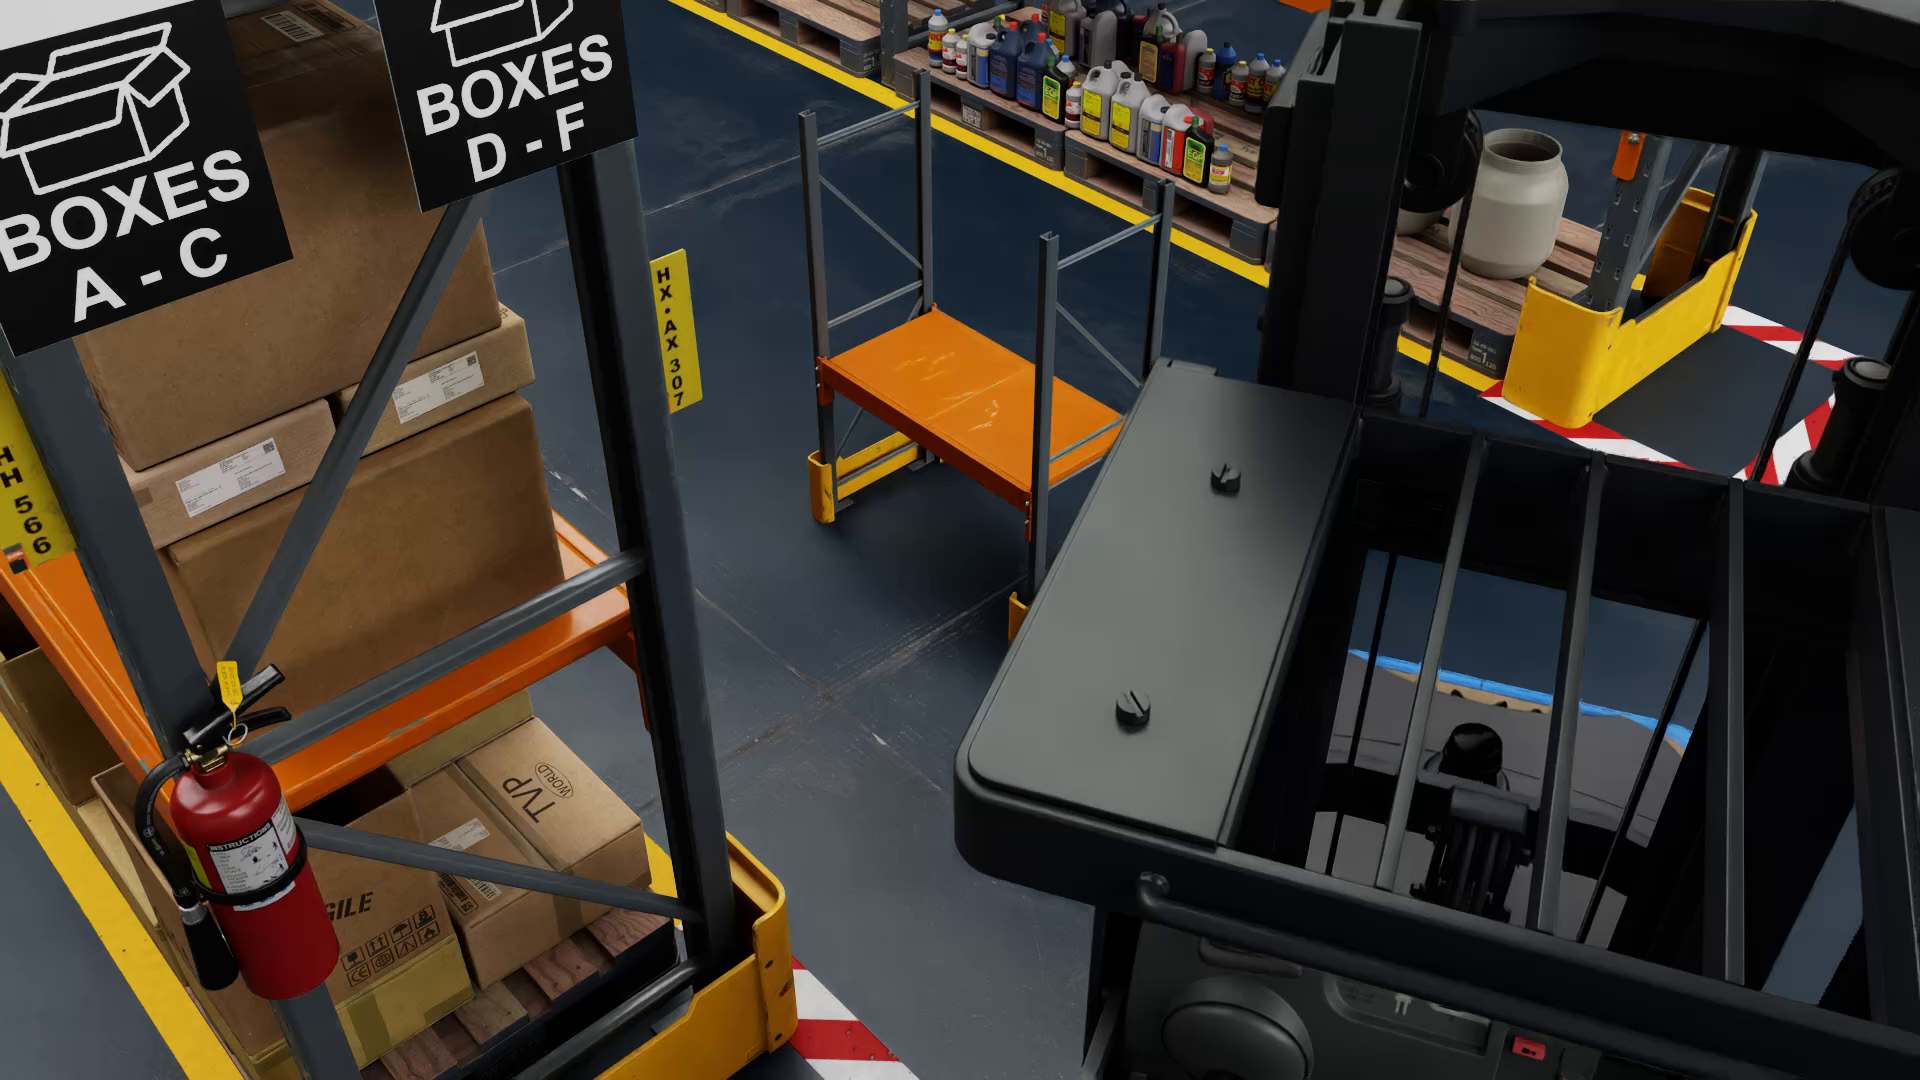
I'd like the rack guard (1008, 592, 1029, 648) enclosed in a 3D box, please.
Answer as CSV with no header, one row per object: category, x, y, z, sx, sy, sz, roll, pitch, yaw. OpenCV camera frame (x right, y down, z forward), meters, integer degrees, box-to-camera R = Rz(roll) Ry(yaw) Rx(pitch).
rack guard,0.388,0.169,5.342,0.587,0.250,0.087,-30,48,-32

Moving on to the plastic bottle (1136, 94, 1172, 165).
plastic bottle,0.895,-1.849,7.470,0.152,0.276,0.135,-31,48,-33

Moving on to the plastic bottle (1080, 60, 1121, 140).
plastic bottle,0.654,-2.039,7.646,0.144,0.351,0.185,-30,48,-32

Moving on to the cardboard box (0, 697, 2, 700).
cardboard box,-2.553,0.026,4.587,0.500,0.500,0.500,-30,48,-32

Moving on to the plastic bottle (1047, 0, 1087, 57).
plastic bottle,0.540,-2.636,8.385,0.144,0.351,0.185,-30,48,-32

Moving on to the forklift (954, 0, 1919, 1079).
forklift,0.648,0.866,2.346,1.130,2.935,3.031,13,41,15

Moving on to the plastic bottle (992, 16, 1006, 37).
plastic bottle,0.208,-2.421,8.172,0.061,0.283,0.133,-30,48,-32

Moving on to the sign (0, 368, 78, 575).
sign,-1.356,-0.096,2.372,0.100,0.325,0.005,-30,48,-32

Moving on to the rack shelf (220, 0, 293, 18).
rack shelf,-2.300,-1.591,3.517,1.077,0.370,4.000,-30,48,-32

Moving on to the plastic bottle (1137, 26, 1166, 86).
plastic bottle,0.937,-2.378,8.118,0.061,0.283,0.133,-30,48,-32

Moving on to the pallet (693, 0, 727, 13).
pallet,-1.391,-3.559,9.989,1.003,0.211,1.213,-30,48,-32

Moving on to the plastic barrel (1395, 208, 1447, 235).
plastic barrel,1.863,-1.581,6.966,0.421,0.512,0.421,0,39,0

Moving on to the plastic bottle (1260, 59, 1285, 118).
plastic bottle,1.475,-2.121,7.810,0.097,0.271,0.097,0,39,0

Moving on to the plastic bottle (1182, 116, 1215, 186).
plastic bottle,1.046,-1.706,7.286,0.061,0.283,0.133,-29,47,-31

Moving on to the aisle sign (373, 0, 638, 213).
aisle sign,-0.677,-0.889,2.395,0.394,0.787,0.004,-30,48,-32

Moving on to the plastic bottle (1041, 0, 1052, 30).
plastic bottle,0.473,-2.780,8.681,0.097,0.201,0.097,0,39,0

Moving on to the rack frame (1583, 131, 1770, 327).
rack frame,2.704,-1.881,5.692,1.000,3.000,0.127,-30,48,-32

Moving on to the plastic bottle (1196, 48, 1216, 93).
plastic bottle,1.202,-2.281,8.064,0.097,0.201,0.097,0,39,0

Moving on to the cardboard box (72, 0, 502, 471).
cardboard box,-1.289,-0.568,2.953,0.700,0.500,0.500,-30,48,-32

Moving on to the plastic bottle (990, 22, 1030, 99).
plastic bottle,0.239,-2.323,7.997,0.144,0.351,0.185,-29,47,-31

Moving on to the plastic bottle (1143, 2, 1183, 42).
plastic bottle,0.995,-2.459,8.166,0.144,0.351,0.185,-30,48,-32

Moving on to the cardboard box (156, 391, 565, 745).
cardboard box,-1.254,-0.038,3.331,0.700,0.500,0.500,-30,48,-32

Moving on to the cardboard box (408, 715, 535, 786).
cardboard box,-1.487,0.556,4.529,0.500,0.250,0.500,-30,48,-32

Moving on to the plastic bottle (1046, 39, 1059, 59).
plastic bottle,0.426,-2.276,8.003,0.097,0.271,0.097,0,39,0

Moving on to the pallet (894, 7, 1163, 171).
pallet,0.422,-2.319,8.453,1.003,0.211,1.213,-30,48,-32

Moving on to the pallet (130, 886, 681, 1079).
pallet,-1.495,0.971,4.380,1.003,0.211,1.213,-30,48,-32

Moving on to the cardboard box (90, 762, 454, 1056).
cardboard box,-1.529,0.715,3.735,0.500,0.500,0.500,-30,48,-32

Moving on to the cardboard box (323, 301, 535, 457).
cardboard box,-1.054,-0.342,3.191,0.380,0.149,0.250,-30,48,-32

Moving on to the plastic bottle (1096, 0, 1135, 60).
plastic bottle,0.776,-2.609,8.351,0.185,0.351,0.144,32,49,33

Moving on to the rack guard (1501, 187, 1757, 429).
rack guard,2.618,-0.924,6.496,1.175,0.500,0.348,-30,48,-32

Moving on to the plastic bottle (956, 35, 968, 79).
plastic bottle,0.029,-2.387,8.195,0.097,0.201,0.097,0,39,0

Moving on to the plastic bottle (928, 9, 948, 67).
plastic bottle,-0.109,-2.508,8.290,0.097,0.271,0.097,0,39,0

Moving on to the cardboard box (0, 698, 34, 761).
cardboard box,-2.551,0.317,4.825,0.500,0.250,0.500,-30,48,-32

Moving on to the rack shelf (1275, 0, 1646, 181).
rack shelf,1.351,-2.527,7.064,1.077,0.370,4.000,-30,48,-32

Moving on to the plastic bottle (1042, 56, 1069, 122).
plastic bottle,0.447,-2.115,7.794,0.061,0.283,0.133,-28,47,-30

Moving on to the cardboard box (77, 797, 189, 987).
cardboard box,-1.875,0.779,4.252,0.500,0.250,0.500,-30,48,-32

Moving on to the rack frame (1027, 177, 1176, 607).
rack frame,0.402,-0.309,4.939,0.500,1.500,0.032,-30,48,-32

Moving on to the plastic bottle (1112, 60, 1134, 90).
plastic bottle,0.746,-2.085,7.761,0.152,0.276,0.135,-30,48,-32

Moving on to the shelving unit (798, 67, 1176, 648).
shelving unit,0.052,-0.548,5.235,0.587,1.500,1.083,-30,48,-32

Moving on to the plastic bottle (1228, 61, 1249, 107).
plastic bottle,1.341,-2.186,7.946,0.097,0.201,0.097,0,39,0

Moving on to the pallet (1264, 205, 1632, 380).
pallet,2.072,-1.190,7.055,1.003,0.211,1.213,-30,48,-32
